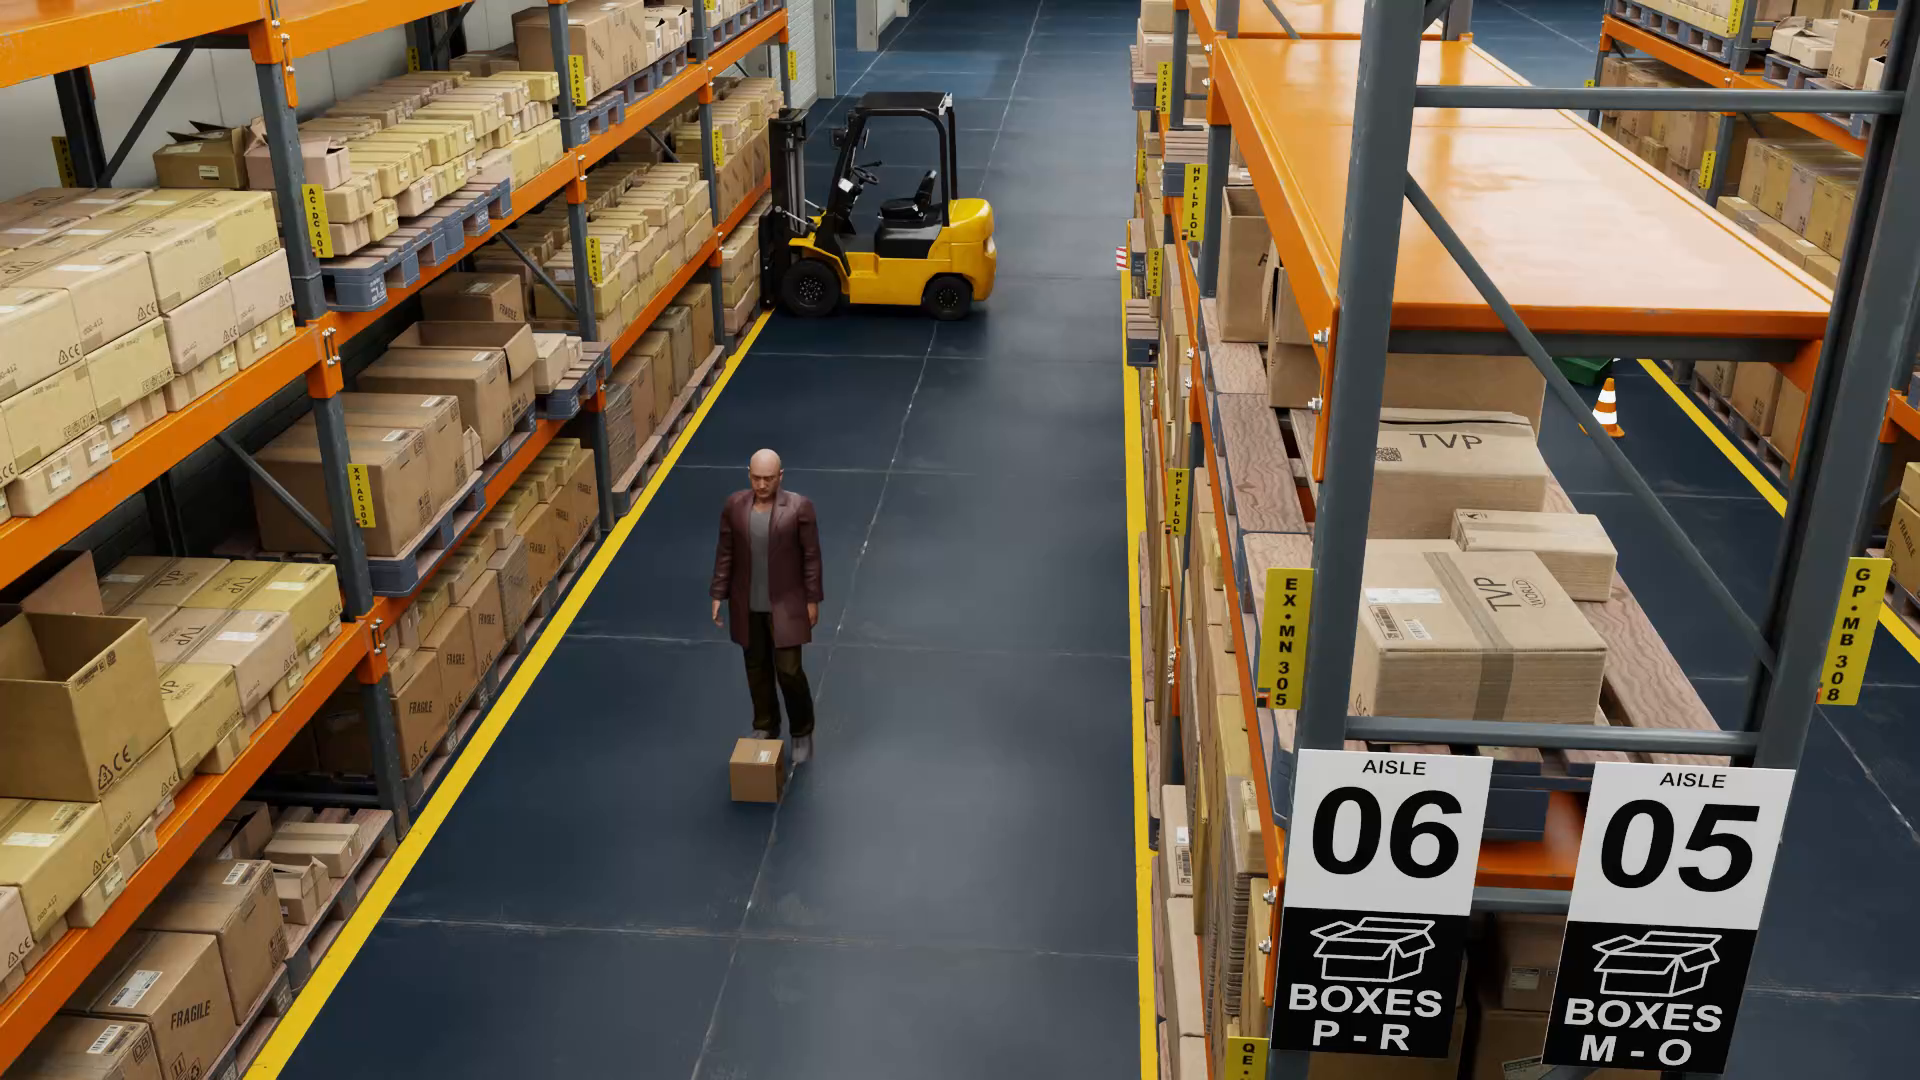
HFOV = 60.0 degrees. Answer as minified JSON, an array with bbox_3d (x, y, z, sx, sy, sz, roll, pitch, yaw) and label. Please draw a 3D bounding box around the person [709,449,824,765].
[{"bbox_3d":[-1.092,0.374,9.229,0.639,1.817,0.421,6,25,13],"label":"person"}]
